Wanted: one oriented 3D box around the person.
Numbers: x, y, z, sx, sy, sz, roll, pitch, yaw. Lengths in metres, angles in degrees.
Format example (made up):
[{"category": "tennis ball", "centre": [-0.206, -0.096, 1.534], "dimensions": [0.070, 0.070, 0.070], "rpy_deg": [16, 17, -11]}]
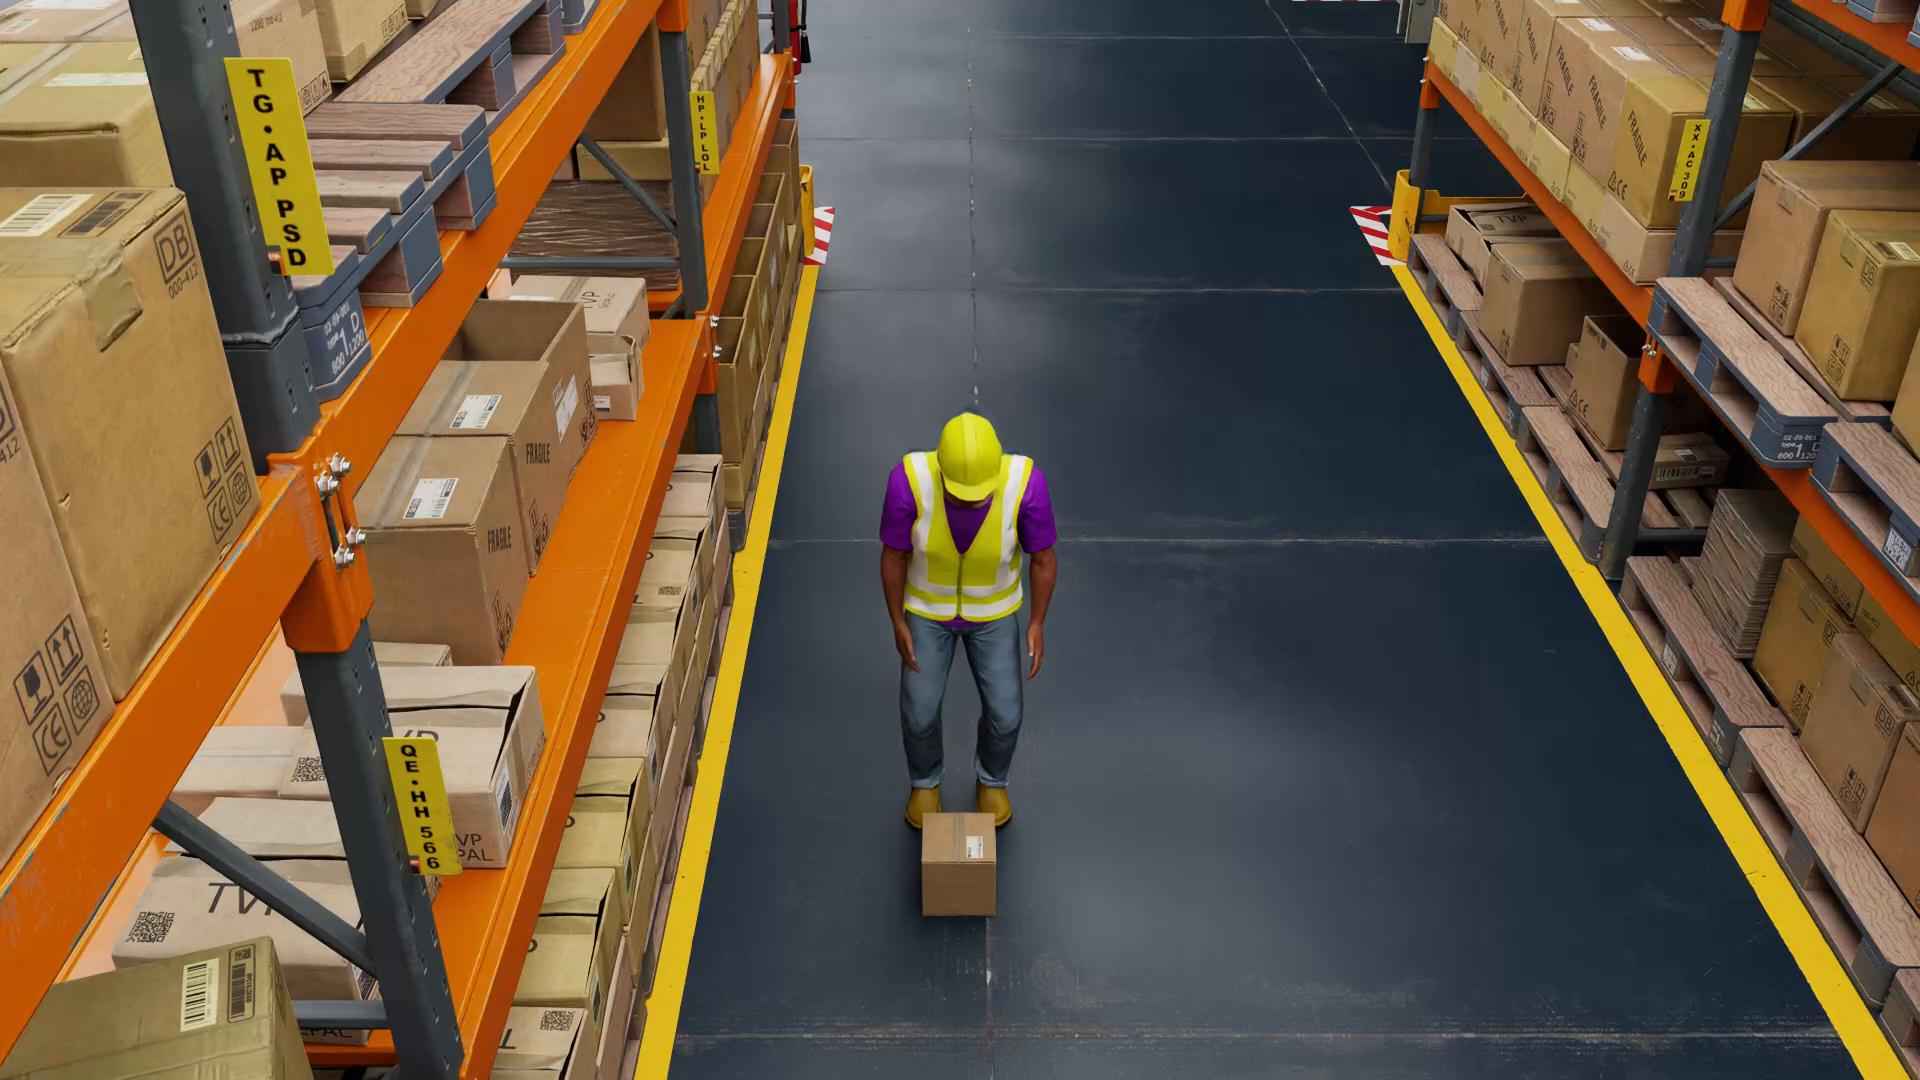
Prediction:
[{"category": "person", "centre": [0.029, 0.270, 5.751], "dimensions": [0.602, 1.683, 0.511], "rpy_deg": [1, 31, 1]}]
